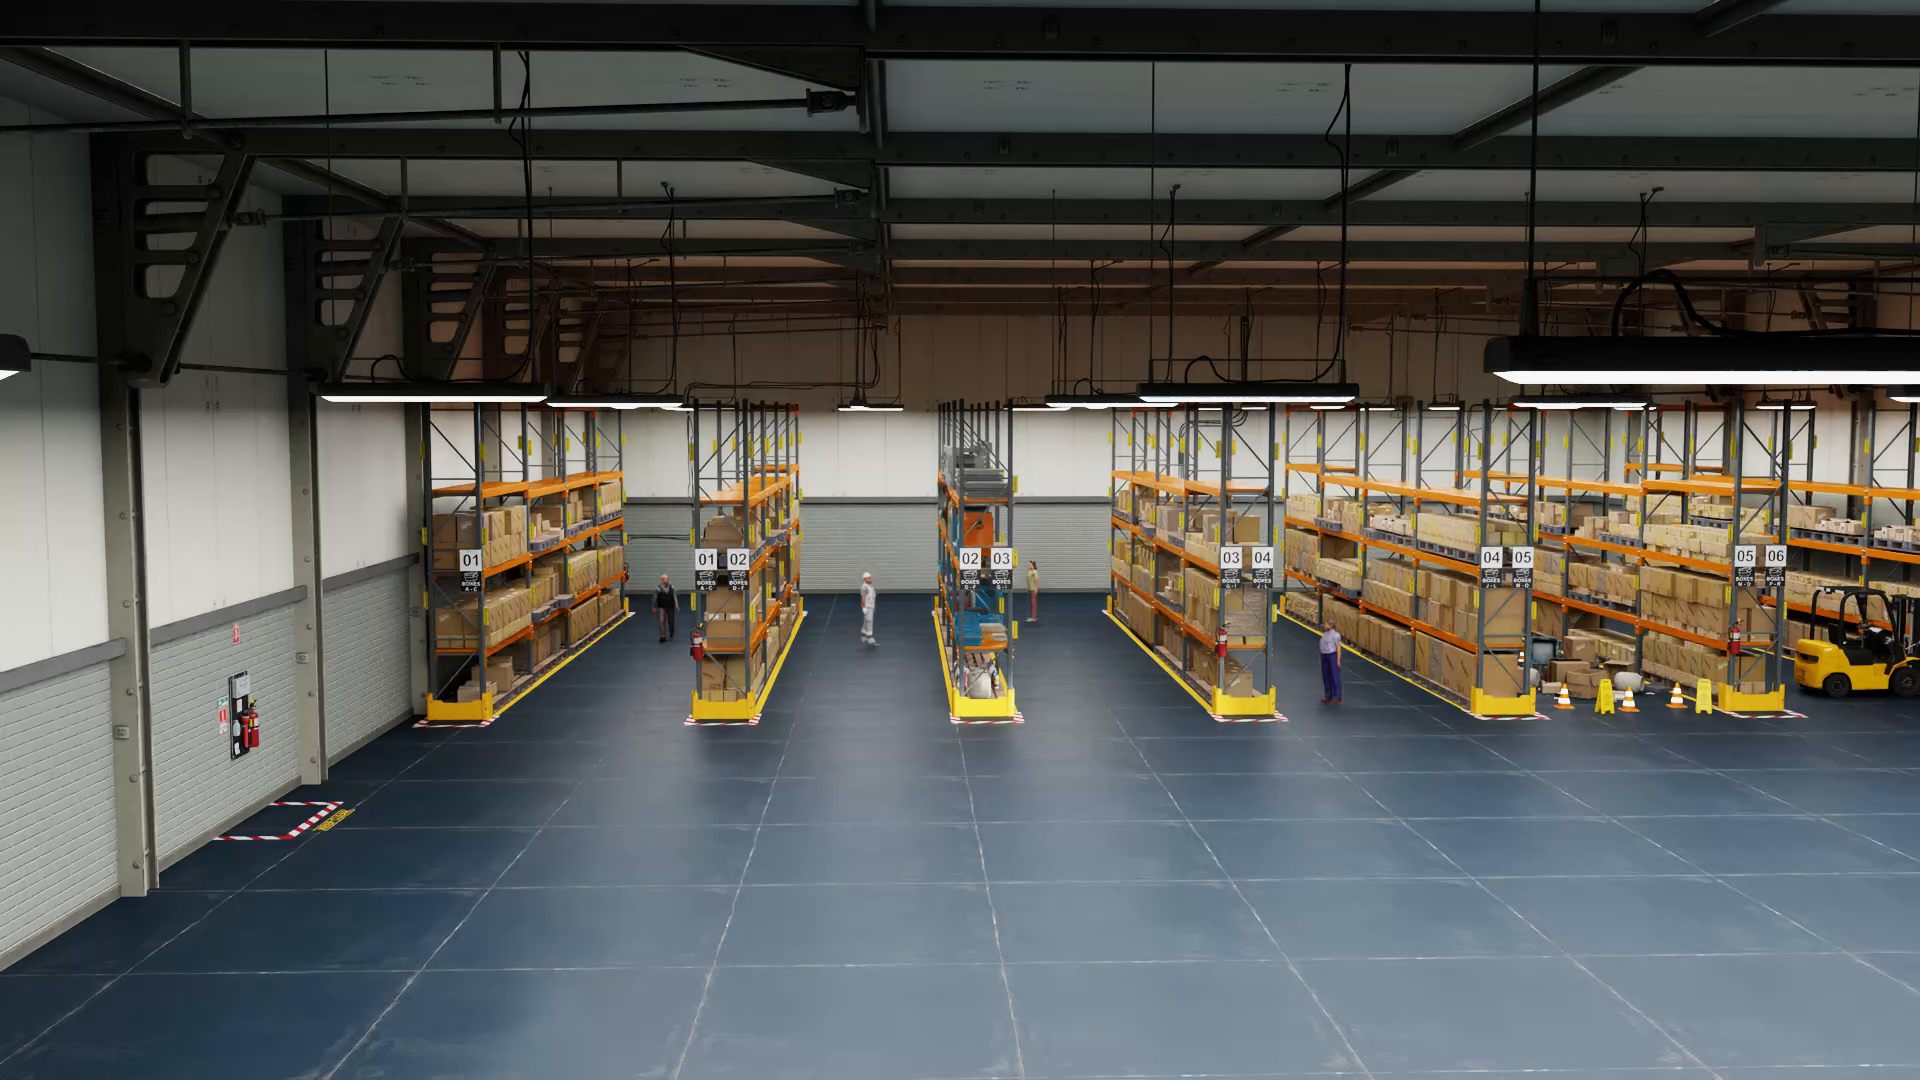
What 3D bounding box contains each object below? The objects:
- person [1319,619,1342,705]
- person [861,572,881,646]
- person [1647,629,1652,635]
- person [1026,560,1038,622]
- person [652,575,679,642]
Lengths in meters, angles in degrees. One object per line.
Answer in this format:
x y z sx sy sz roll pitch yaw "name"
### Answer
7.330 2.404 32.949 0.424 1.668 0.578 -3 5 -36 "person"
-2.185 1.699 40.975 0.520 1.805 0.574 1 4 9 "person"
17.940 1.683 42.911 0.404 1.682 0.461 3 5 33 "person"
1.965 1.398 45.854 0.380 1.677 0.518 -2 5 -23 "person"
-7.422 1.713 41.905 0.693 1.678 1.066 0 4 -6 "person"
